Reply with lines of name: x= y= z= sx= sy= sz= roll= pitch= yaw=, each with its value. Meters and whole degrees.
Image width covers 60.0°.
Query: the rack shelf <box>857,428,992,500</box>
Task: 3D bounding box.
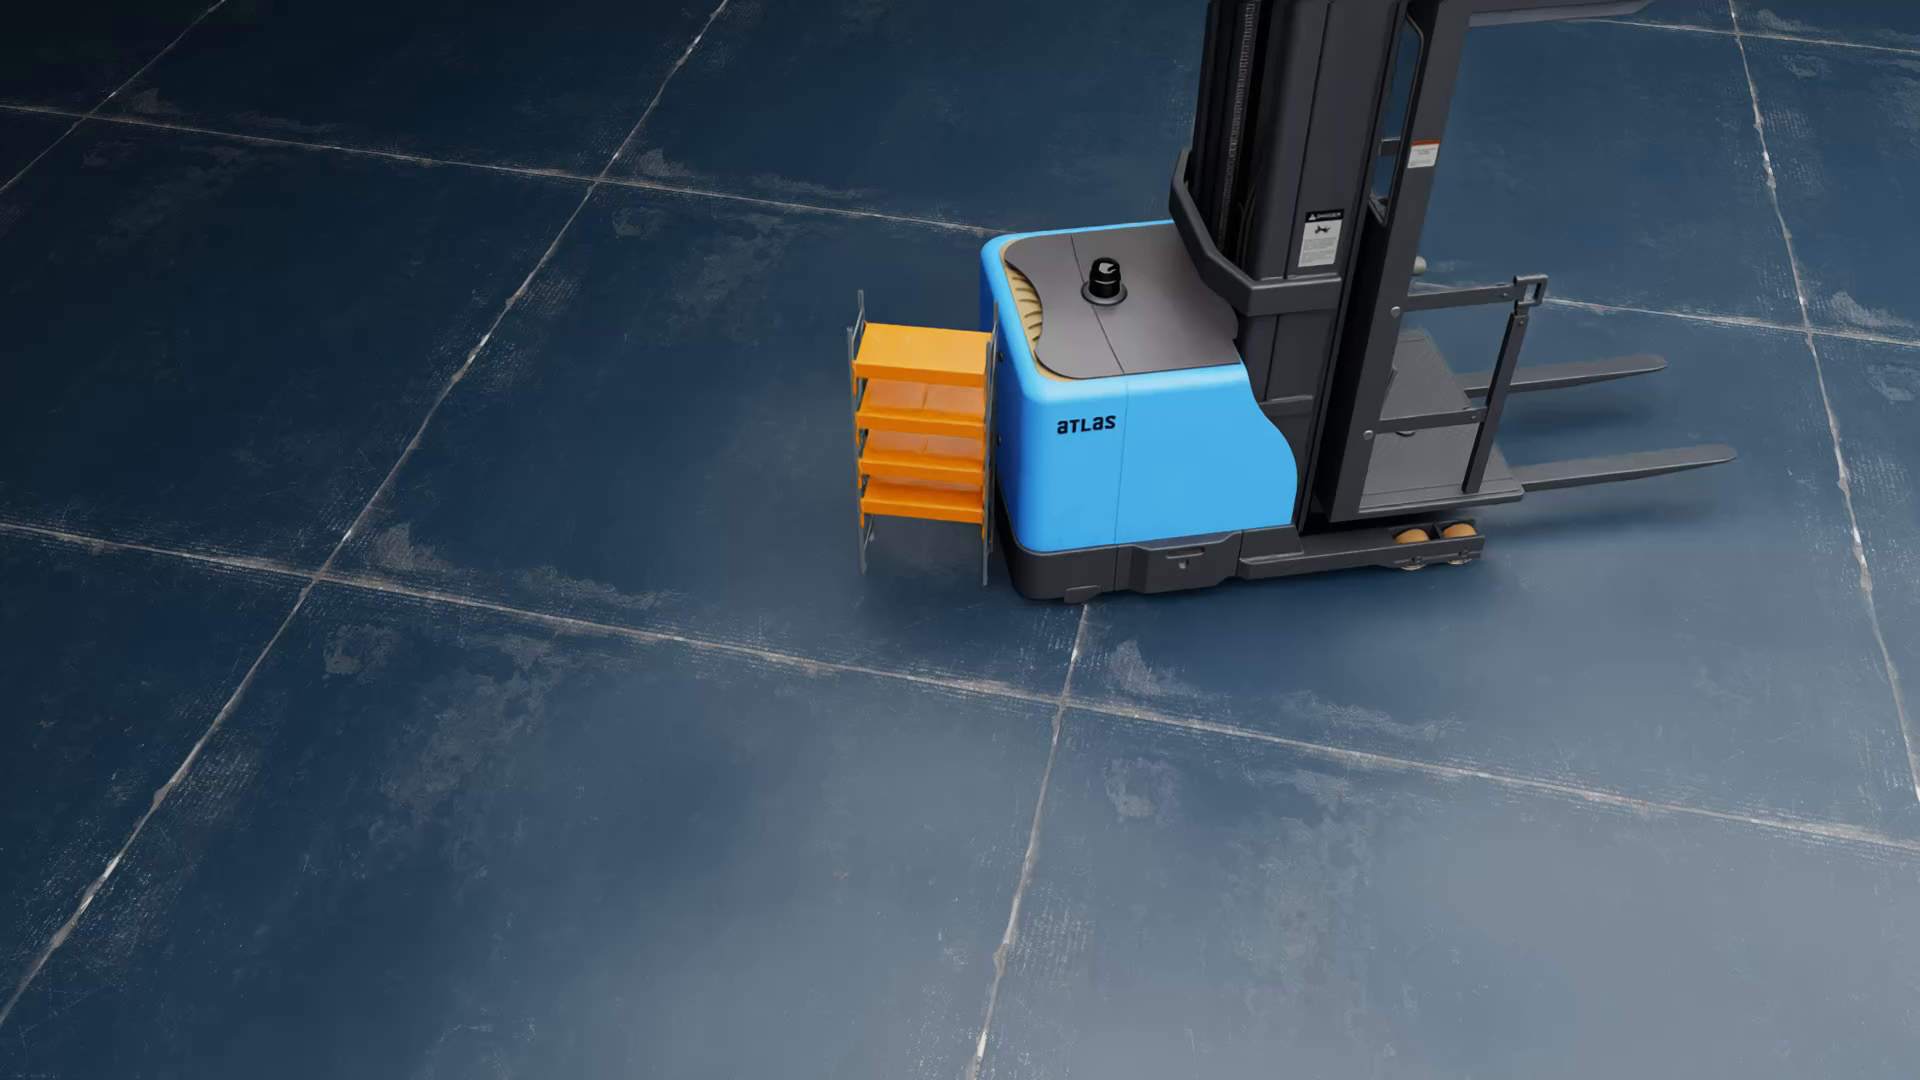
rack shelf: x=-0.128 y=-0.308 z=6.302 sx=0.480 sy=0.148 sz=0.258 roll=5 pitch=44 yaw=6

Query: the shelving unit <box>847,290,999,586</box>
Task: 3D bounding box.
shelving unit: x=-0.128 y=-0.357 z=6.255 sx=0.503 sy=1.200 sz=0.258 roll=5 pitch=44 yaw=6

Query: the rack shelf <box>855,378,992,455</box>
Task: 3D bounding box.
rack shelf: x=-0.128 y=-0.469 z=6.147 sx=0.480 sy=0.148 sz=0.258 roll=5 pitch=44 yaw=6

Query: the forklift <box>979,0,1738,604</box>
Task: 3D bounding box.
forklift: x=1.629 y=-1.294 z=5.981 sx=3.031 sy=2.935 sz=1.130 roll=-7 pitch=44 yaw=-7

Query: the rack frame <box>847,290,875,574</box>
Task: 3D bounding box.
rack frame: x=-0.370 y=-0.380 z=6.279 sx=0.015 sy=1.200 sz=0.240 roll=5 pitch=44 yaw=6

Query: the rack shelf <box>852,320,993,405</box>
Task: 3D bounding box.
rack shelf: x=-0.128 y=-0.640 z=5.983 sx=0.480 sy=0.148 sz=0.258 roll=5 pitch=44 yaw=6

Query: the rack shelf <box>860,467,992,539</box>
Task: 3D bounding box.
rack shelf: x=-0.128 y=-0.165 z=6.440 sx=0.480 sy=0.148 sz=0.258 roll=5 pitch=44 yaw=6

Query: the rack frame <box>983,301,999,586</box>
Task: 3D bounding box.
rack frame: x=0.114 y=-0.334 z=6.232 sx=0.015 sy=1.200 sz=0.240 roll=5 pitch=44 yaw=6
